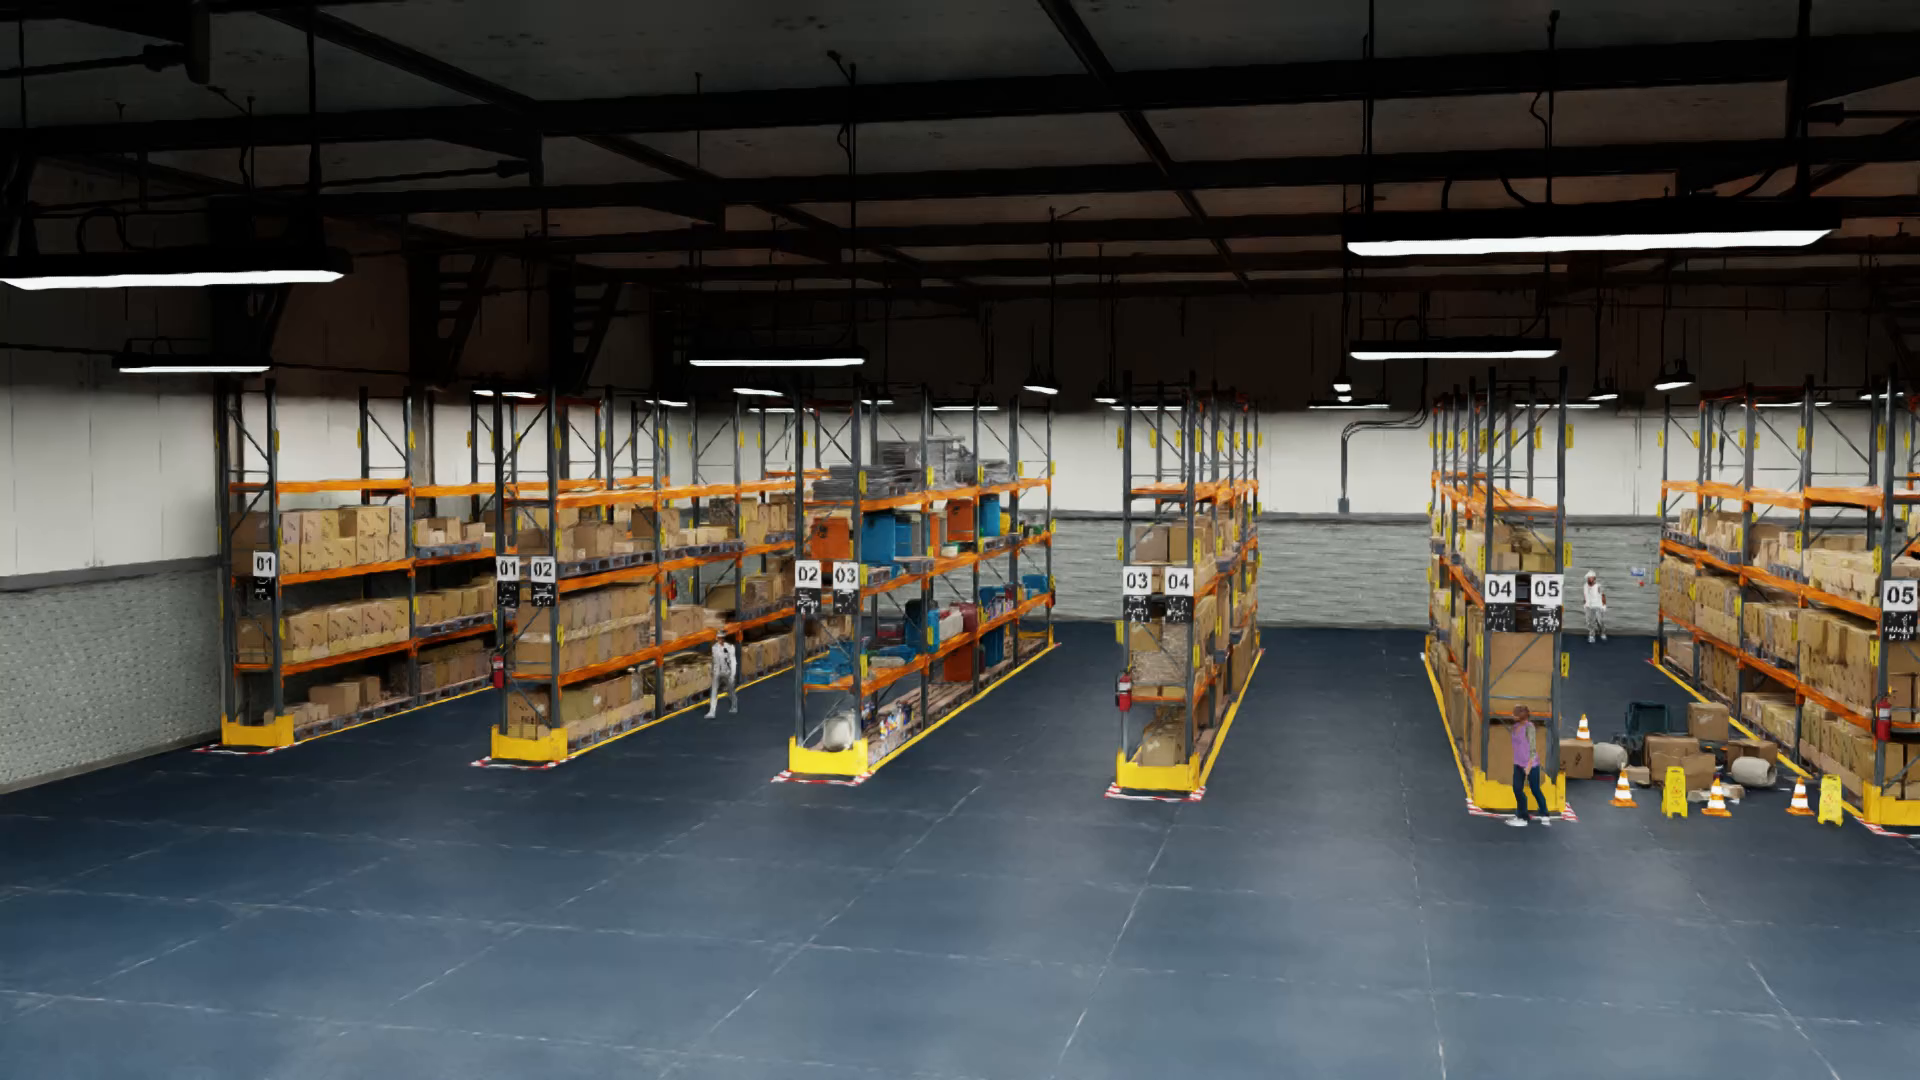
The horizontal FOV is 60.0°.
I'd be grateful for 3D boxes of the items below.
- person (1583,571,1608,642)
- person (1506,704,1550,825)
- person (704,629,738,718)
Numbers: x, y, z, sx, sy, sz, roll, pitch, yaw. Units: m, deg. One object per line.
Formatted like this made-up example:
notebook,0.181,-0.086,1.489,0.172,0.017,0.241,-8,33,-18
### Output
person,15.784,1.644,41.307,0.576,1.772,0.598,-3,5,-41
person,7.402,2.915,21.604,0.552,1.581,0.463,-1,4,-18
person,-4.269,2.386,30.017,0.488,1.590,1.079,1,3,11
